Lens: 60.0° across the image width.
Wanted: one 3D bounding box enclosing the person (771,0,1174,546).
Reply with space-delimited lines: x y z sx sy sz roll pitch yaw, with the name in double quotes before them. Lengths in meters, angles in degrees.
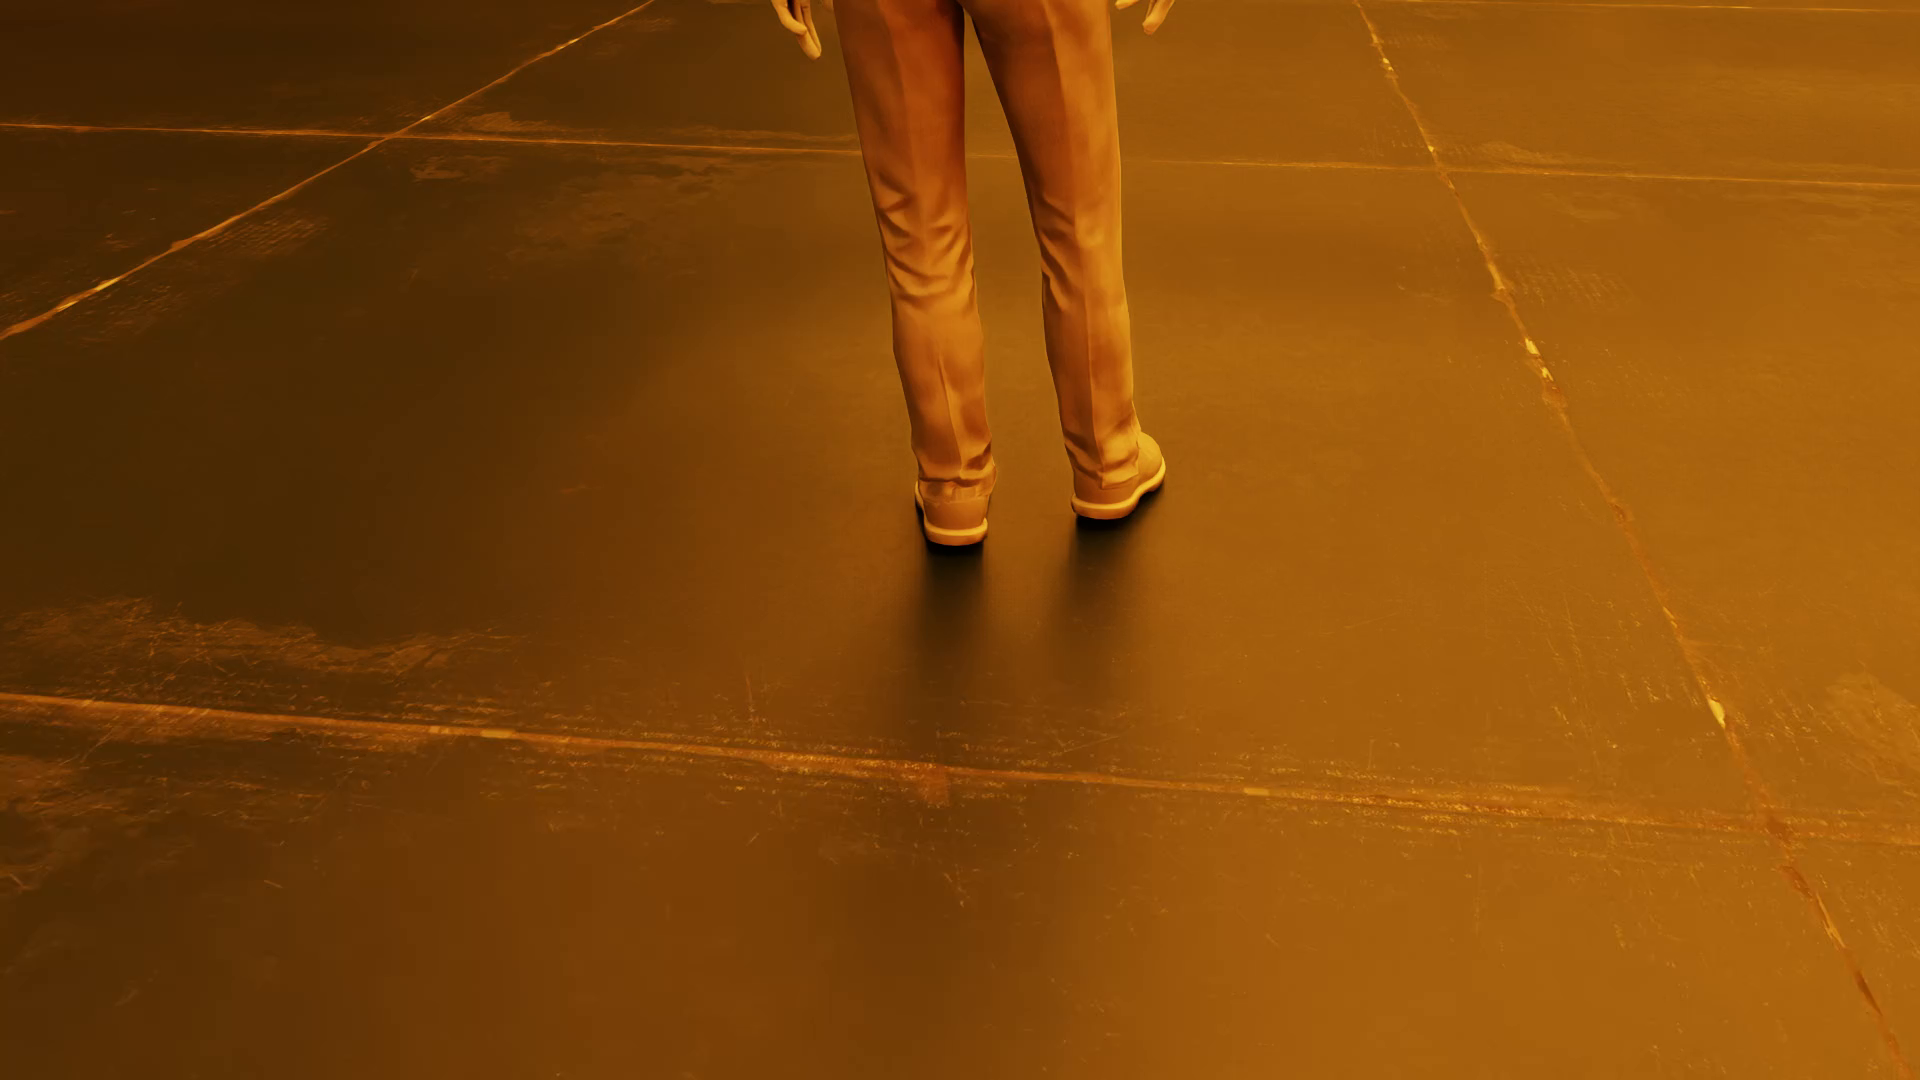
"person" 0.016 -0.795 2.179 0.587 1.694 0.530 3 27 7
